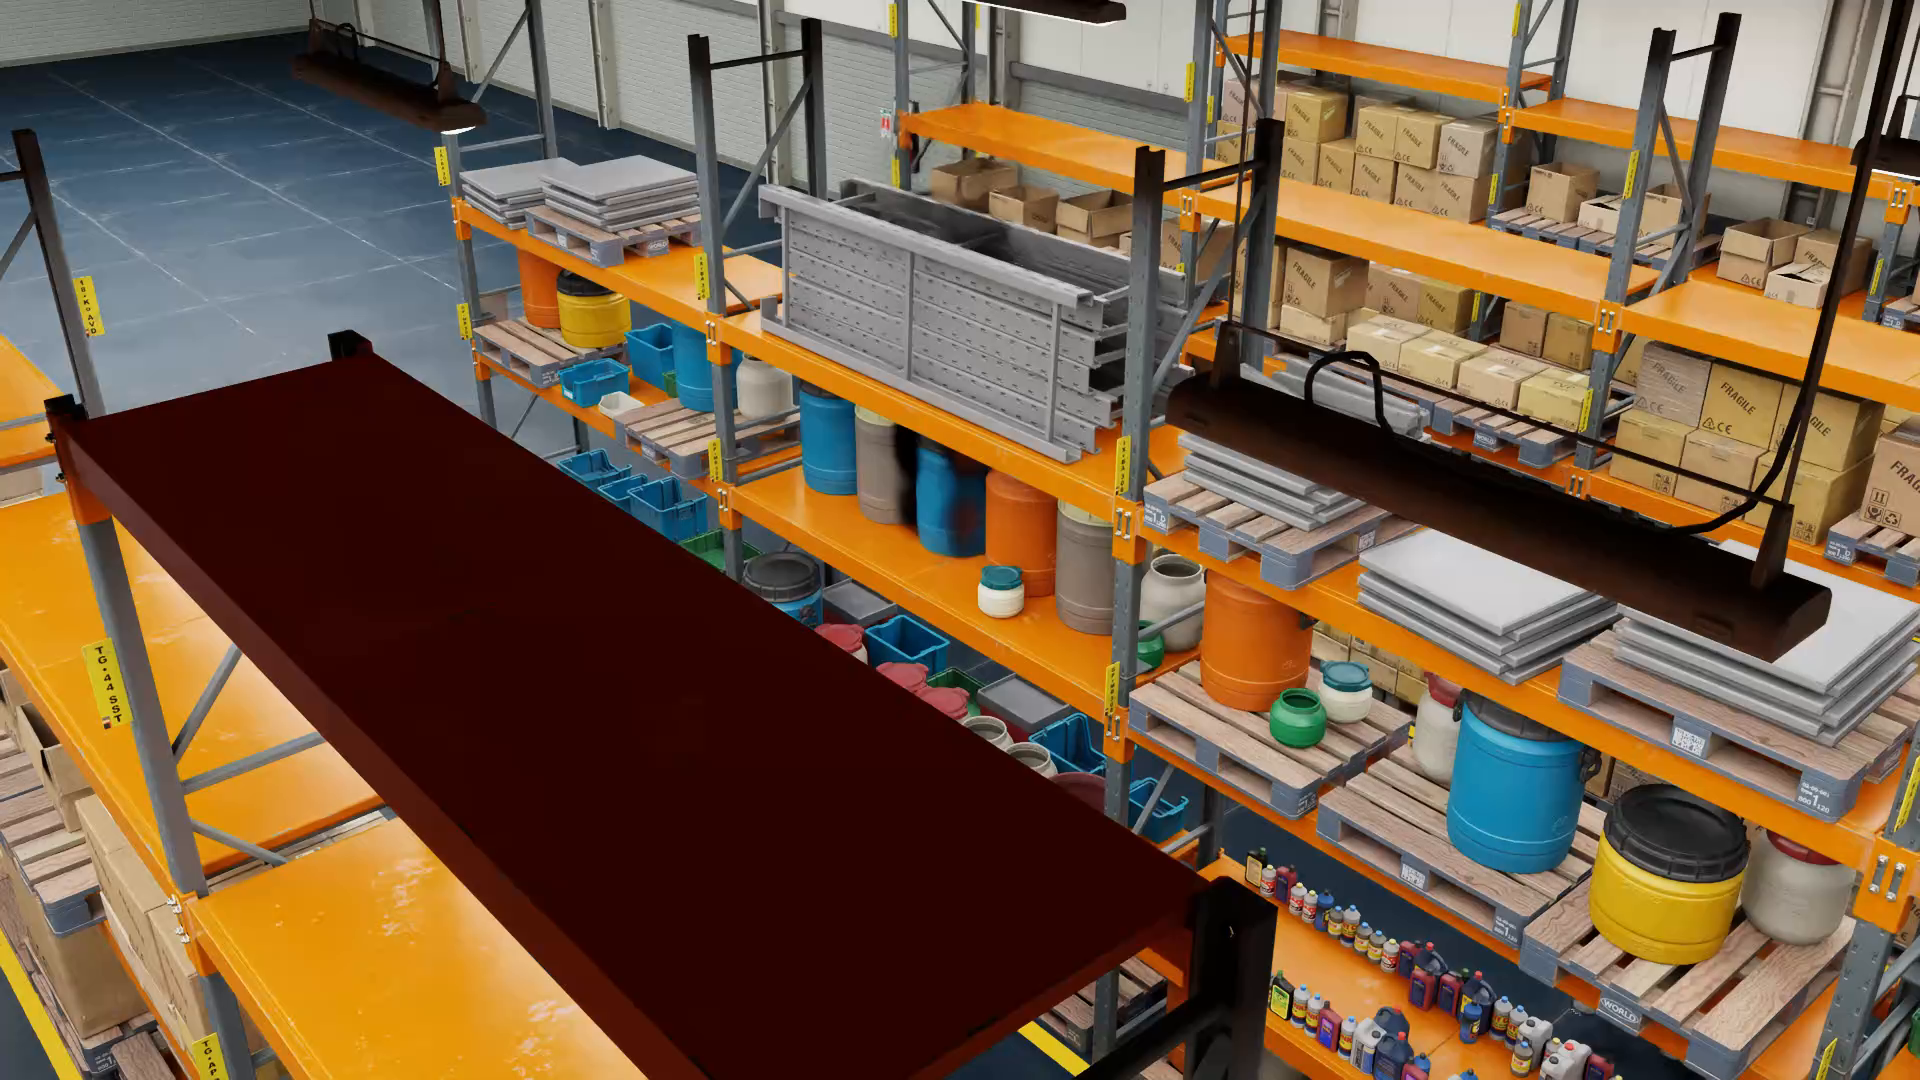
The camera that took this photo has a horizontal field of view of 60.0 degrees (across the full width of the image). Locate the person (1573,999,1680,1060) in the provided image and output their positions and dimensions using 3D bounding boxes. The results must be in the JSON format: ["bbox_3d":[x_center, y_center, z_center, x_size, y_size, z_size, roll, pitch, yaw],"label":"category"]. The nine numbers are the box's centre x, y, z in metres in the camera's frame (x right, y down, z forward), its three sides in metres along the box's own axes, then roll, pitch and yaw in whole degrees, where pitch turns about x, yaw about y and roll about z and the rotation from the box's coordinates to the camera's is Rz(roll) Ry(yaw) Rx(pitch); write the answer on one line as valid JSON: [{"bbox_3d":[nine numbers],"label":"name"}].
[{"bbox_3d":[4.441,2.531,10.539,0.870,1.742,0.683,21,34,36],"label":"person"}]
